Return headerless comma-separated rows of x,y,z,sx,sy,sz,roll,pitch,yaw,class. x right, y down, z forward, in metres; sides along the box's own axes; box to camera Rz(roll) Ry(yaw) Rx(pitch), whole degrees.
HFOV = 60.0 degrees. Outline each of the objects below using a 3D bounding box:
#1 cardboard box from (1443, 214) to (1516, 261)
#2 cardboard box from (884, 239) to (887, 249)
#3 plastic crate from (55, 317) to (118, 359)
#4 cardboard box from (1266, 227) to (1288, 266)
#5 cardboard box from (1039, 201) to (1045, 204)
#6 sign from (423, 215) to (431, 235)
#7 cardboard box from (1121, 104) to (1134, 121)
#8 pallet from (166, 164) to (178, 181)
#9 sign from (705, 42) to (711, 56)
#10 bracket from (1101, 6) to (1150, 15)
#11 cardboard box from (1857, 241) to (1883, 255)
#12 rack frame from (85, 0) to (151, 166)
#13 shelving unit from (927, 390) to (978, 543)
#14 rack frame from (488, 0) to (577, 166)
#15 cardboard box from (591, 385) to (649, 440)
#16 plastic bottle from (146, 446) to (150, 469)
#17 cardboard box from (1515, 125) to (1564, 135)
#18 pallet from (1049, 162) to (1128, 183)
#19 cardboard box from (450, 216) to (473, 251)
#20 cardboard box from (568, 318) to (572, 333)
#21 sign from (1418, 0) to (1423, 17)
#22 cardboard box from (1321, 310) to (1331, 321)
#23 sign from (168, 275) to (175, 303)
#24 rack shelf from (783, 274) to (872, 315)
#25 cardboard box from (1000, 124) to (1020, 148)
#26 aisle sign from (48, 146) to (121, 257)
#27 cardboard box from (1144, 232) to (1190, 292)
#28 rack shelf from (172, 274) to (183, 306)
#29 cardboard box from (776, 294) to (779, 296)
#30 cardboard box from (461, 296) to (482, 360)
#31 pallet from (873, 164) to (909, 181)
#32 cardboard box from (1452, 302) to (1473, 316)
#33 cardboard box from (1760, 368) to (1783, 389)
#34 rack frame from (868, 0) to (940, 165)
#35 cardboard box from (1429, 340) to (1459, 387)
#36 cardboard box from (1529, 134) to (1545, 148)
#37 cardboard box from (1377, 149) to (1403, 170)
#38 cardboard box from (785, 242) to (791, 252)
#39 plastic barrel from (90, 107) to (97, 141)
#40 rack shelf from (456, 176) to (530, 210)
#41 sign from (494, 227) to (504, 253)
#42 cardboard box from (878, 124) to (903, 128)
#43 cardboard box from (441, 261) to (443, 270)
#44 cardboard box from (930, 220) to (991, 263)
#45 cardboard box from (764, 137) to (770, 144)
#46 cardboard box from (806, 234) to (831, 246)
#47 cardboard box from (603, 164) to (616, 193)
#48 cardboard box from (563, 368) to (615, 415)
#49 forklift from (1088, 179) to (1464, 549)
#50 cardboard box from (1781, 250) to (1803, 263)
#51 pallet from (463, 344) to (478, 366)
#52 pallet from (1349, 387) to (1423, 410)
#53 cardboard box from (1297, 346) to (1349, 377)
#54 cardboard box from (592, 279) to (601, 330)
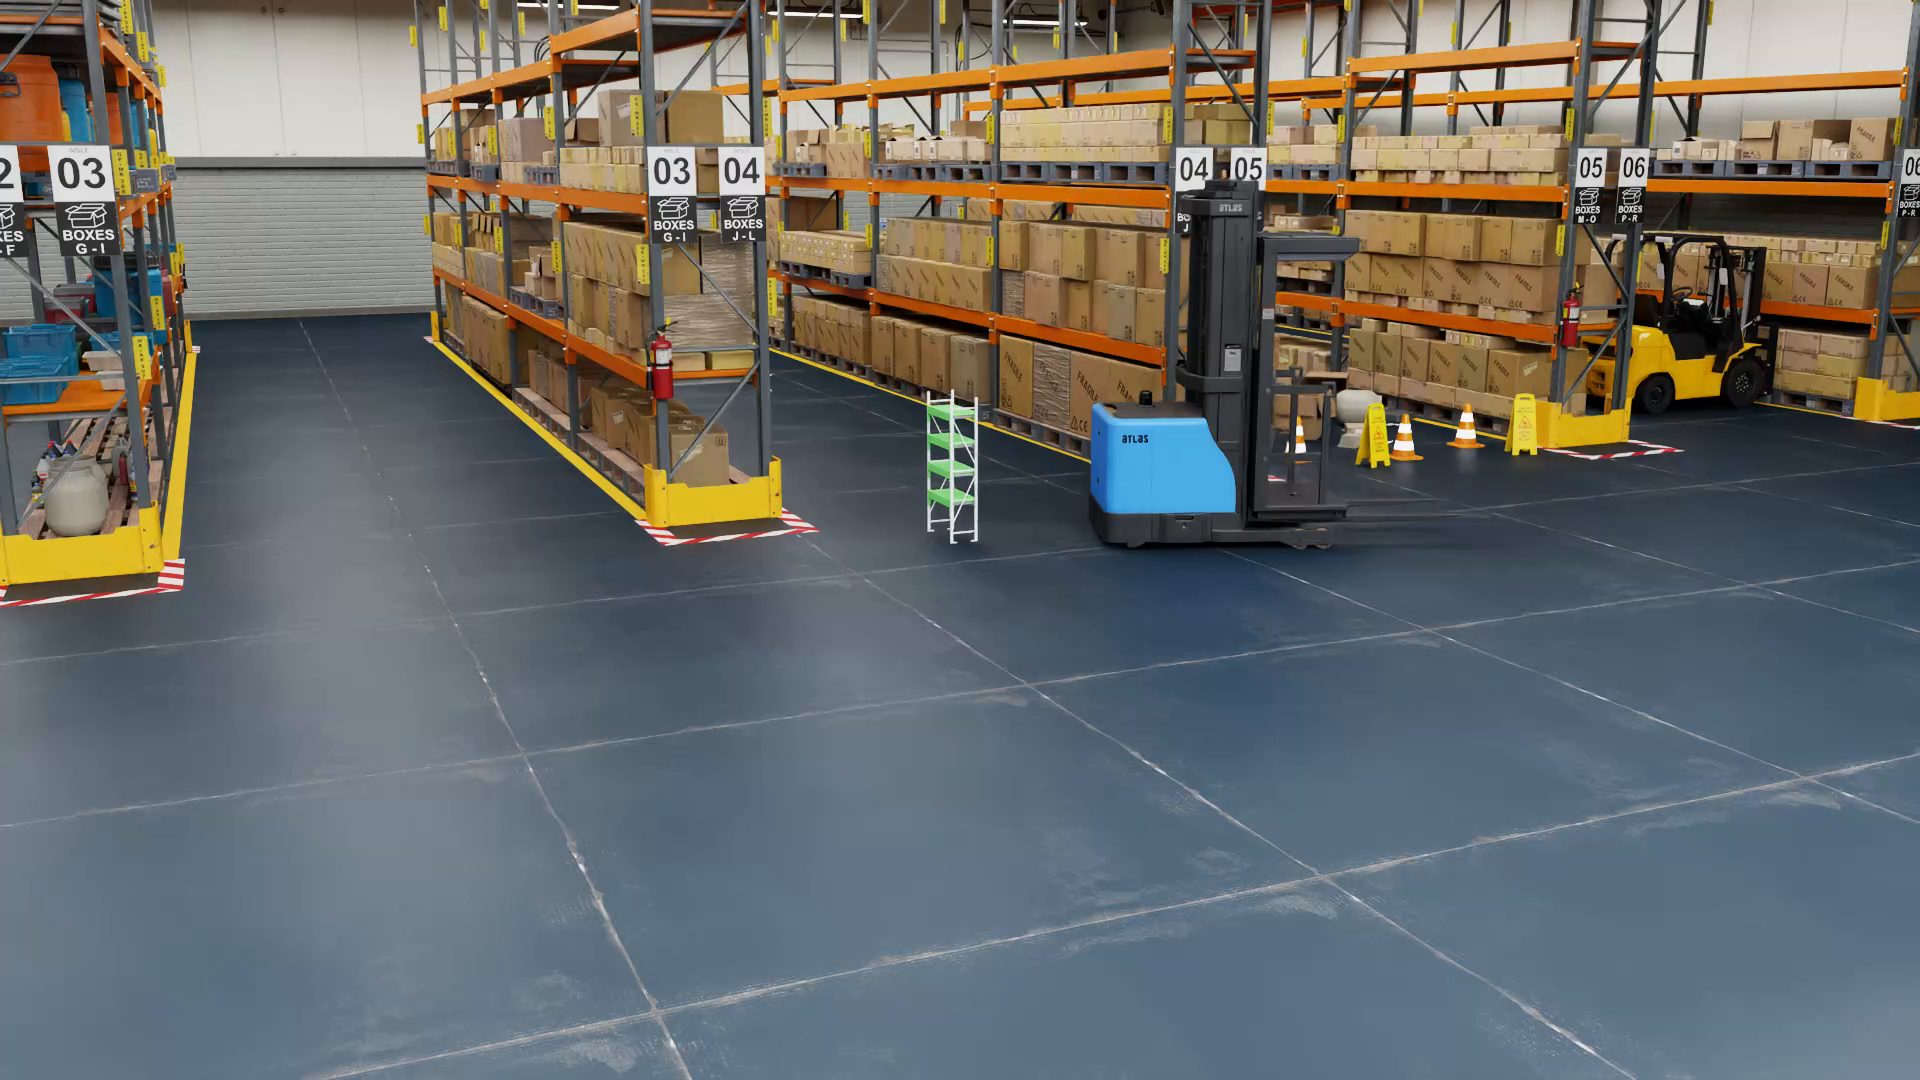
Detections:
6.043,-3.501,19.244,0.700,0.500,0.500,-6,14,-24,cardboard box
-0.875,-4.258,23.922,0.380,0.149,0.250,-6,14,-24,cardboard box
-8.185,-1.867,15.422,0.767,0.338,0.504,-6,14,-23,plastic crate
4.544,-4.042,22.868,0.500,0.500,0.500,-5,14,-21,cardboard box
1.624,-6.016,29.331,0.380,0.149,0.250,-6,14,-23,cardboard box
-9.058,-5.355,28.259,0.100,0.325,0.005,-6,14,-23,sign
1.800,-4.189,16.301,0.380,0.149,0.250,-5,14,-22,cardboard box
-11.079,-4.886,22.094,1.213,0.211,1.003,-6,14,-23,pallet
-4.459,-8.738,29.420,0.100,0.325,0.005,-6,14,-23,sign
3.215,-12.233,38.787,0.076,0.066,5.218,-6,14,-23,bracket
11.153,-3.547,20.221,0.380,0.149,0.250,-6,14,-23,cardboard box
-9.880,-5.766,18.826,1.000,3.000,0.127,-6,14,-23,rack frame
-0.066,-0.619,13.882,0.258,1.200,0.503,-6,14,-23,shelving unit
-5.342,-6.213,20.759,1.000,3.000,0.127,-6,14,-23,rack frame
-3.616,-1.365,17.726,0.500,0.500,0.500,-6,14,-25,cardboard box
-7.756,-0.834,15.718,0.144,0.351,0.185,-6,14,-24,plastic bottle
8.759,-6.016,25.185,0.500,0.500,0.500,-5,14,-22,cardboard box
1.648,-3.888,17.560,1.003,0.211,1.213,-6,14,-23,pallet
-7.571,-4.729,25.660,0.500,0.500,0.500,-5,14,-22,cardboard box
-3.929,-2.270,17.584,0.380,0.149,0.250,-6,14,-23,cardboard box
5.845,-6.821,21.137,0.100,0.325,0.005,-6,14,-23,sign
6.892,-4.219,30.057,0.500,0.500,0.500,-6,14,-24,cardboard box
-9.379,-2.974,19.705,0.100,0.325,0.005,-6,14,-23,sign
-1.558,-3.780,25.147,1.077,0.370,4.000,-6,14,-23,rack shelf
0.785,-4.552,18.751,0.500,0.250,0.500,-6,14,-23,cardboard box
-6.379,-2.469,12.118,0.394,0.787,0.004,-6,14,-23,aisle sign
2.334,-2.744,16.347,0.875,0.550,0.550,-6,14,-23,cardboard box
-12.284,-3.732,24.939,1.077,0.370,4.000,-6,14,-23,rack shelf
-3.517,-4.390,30.255,0.380,0.149,0.250,-5,14,-22,cardboard box
-6.670,-3.156,24.635,1.225,0.875,0.875,-6,14,-23,cardboard box
-0.451,-4.959,22.410,1.213,0.211,1.003,-5,14,-20,pallet
6.020,-2.726,19.554,0.380,0.149,0.250,-6,14,-24,cardboard box
10.629,-2.123,21.558,0.500,0.250,0.500,-5,14,-22,cardboard box
-0.757,-6.640,22.604,1.000,3.000,0.127,-6,14,-23,rack frame
5.975,-2.118,19.871,0.500,0.500,0.500,-6,14,-24,cardboard box
6.468,-4.360,18.193,0.380,0.149,0.250,-5,14,-22,cardboard box
5.481,-4.671,20.421,0.500,0.250,0.500,-6,14,-23,cardboard box
-2.517,-4.595,26.037,0.380,0.149,0.250,-6,14,-24,cardboard box
-9.488,-4.189,17.714,0.600,0.830,0.708,-6,14,-23,plastic barrel
-6.143,-4.815,22.963,1.077,0.370,4.000,-6,14,-23,rack shelf
-5.849,-3.804,21.085,0.100,0.325,0.005,-6,14,-23,sign
-1.011,-5.865,23.986,0.396,0.266,0.258,-6,14,-23,cardboard box
-8.294,-4.506,27.243,0.380,0.149,0.250,-6,14,-24,cardboard box
0.030,-3.844,21.388,0.700,0.500,0.500,-6,14,-24,cardboard box
-2.987,-6.511,27.035,0.380,0.149,0.250,-6,14,-23,cardboard box
-2.104,-4.526,25.080,0.380,0.149,0.250,-5,14,-21,cardboard box
-2.964,-3.312,15.209,0.500,0.250,0.500,-5,14,-22,cardboard box
-4.140,-1.690,19.086,0.700,0.500,0.500,-6,14,-23,cardboard box
2.648,-1.473,13.734,3.031,2.935,1.130,-1,13,-4,forklift
10.677,-3.605,21.135,0.380,0.149,0.250,-6,14,-25,cardboard box
-7.177,-2.923,26.030,1.003,0.211,1.213,-6,14,-23,pallet
5.642,-1.865,21.461,1.003,0.211,1.213,-6,14,-23,pallet
5.128,-2.392,22.448,0.950,0.372,0.625,-5,14,-22,cardboard box
-3.156,-2.359,16.527,0.875,0.500,0.500,-6,14,-23,cardboard box
